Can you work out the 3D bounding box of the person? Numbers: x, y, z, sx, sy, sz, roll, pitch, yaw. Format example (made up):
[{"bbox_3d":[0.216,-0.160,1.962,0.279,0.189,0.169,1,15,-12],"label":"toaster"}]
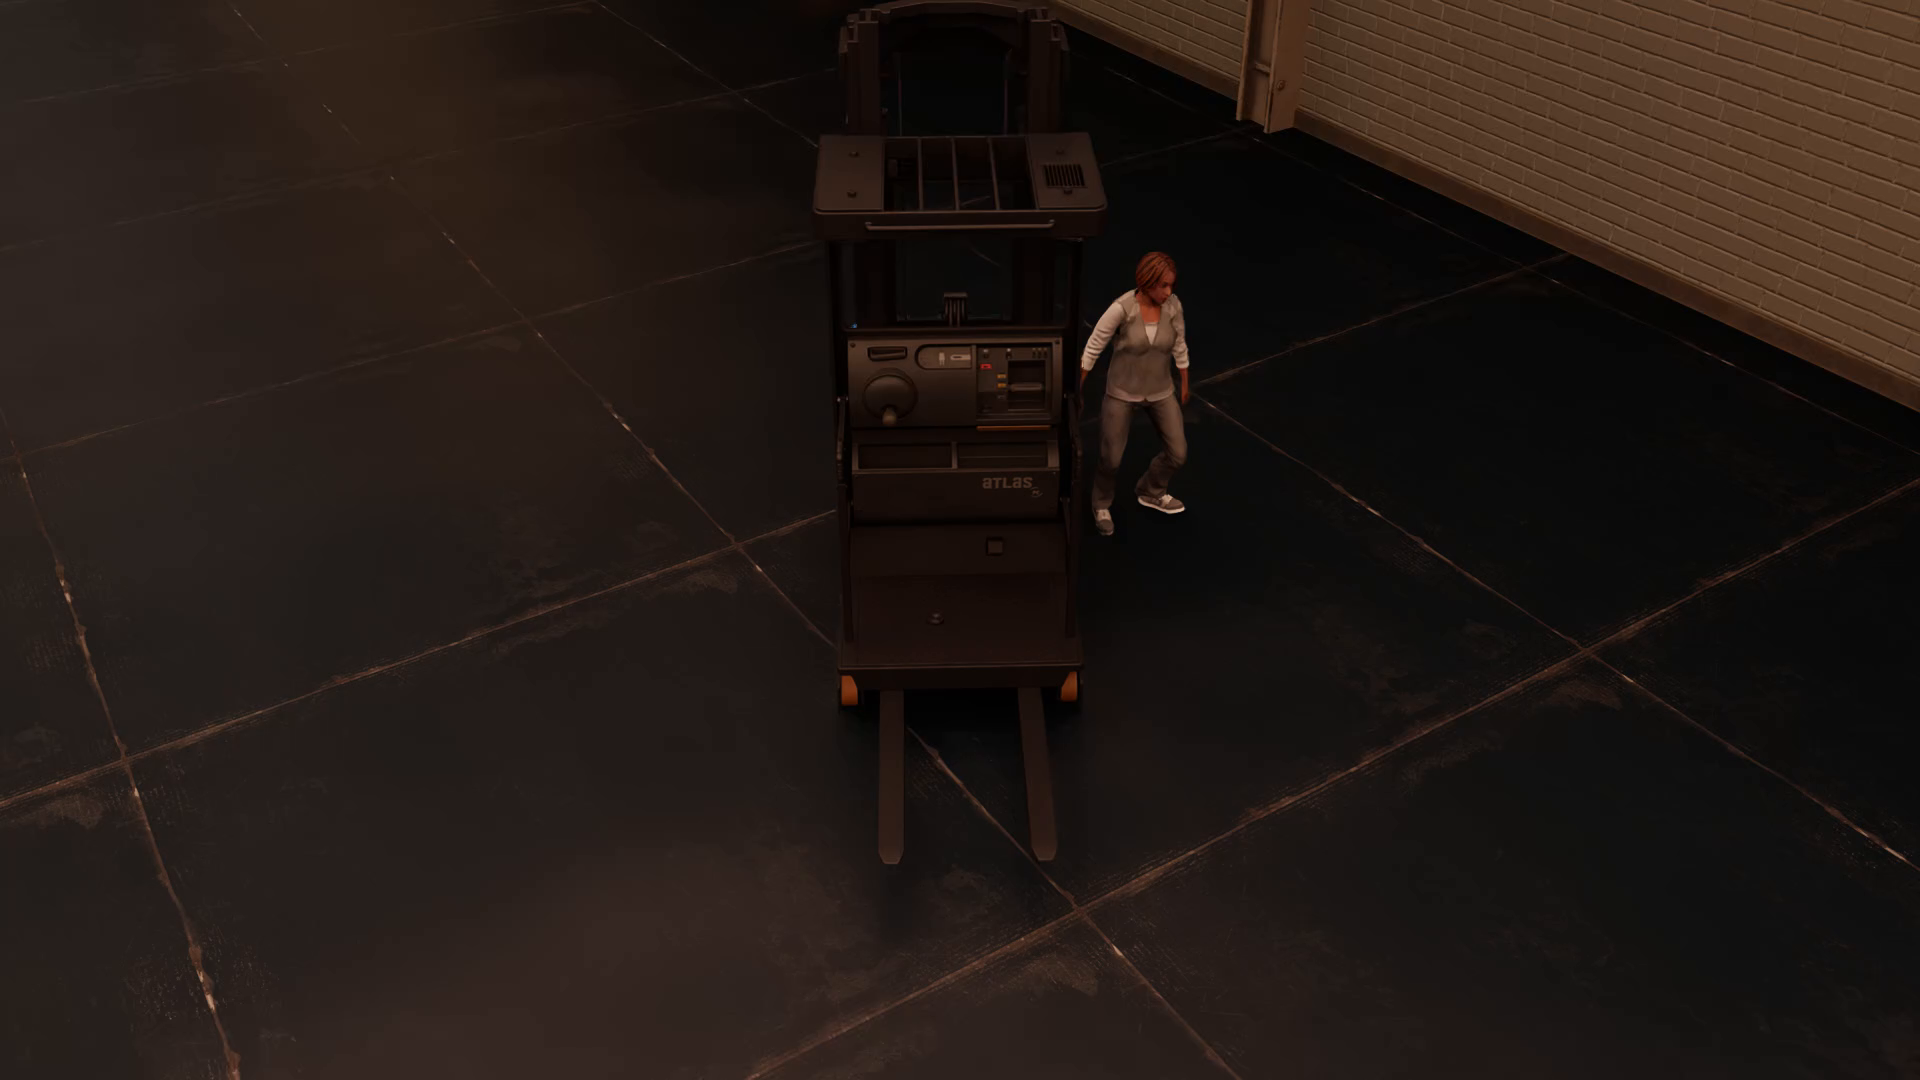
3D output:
[{"bbox_3d":[0.881,-0.730,8.423,0.647,1.541,0.342,-5,35,-7],"label":"person"}]

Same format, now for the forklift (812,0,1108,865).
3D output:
[{"bbox_3d":[-0.011,-0.624,7.036,1.130,2.935,3.031,-1,35,-1],"label":"forklift"}]
